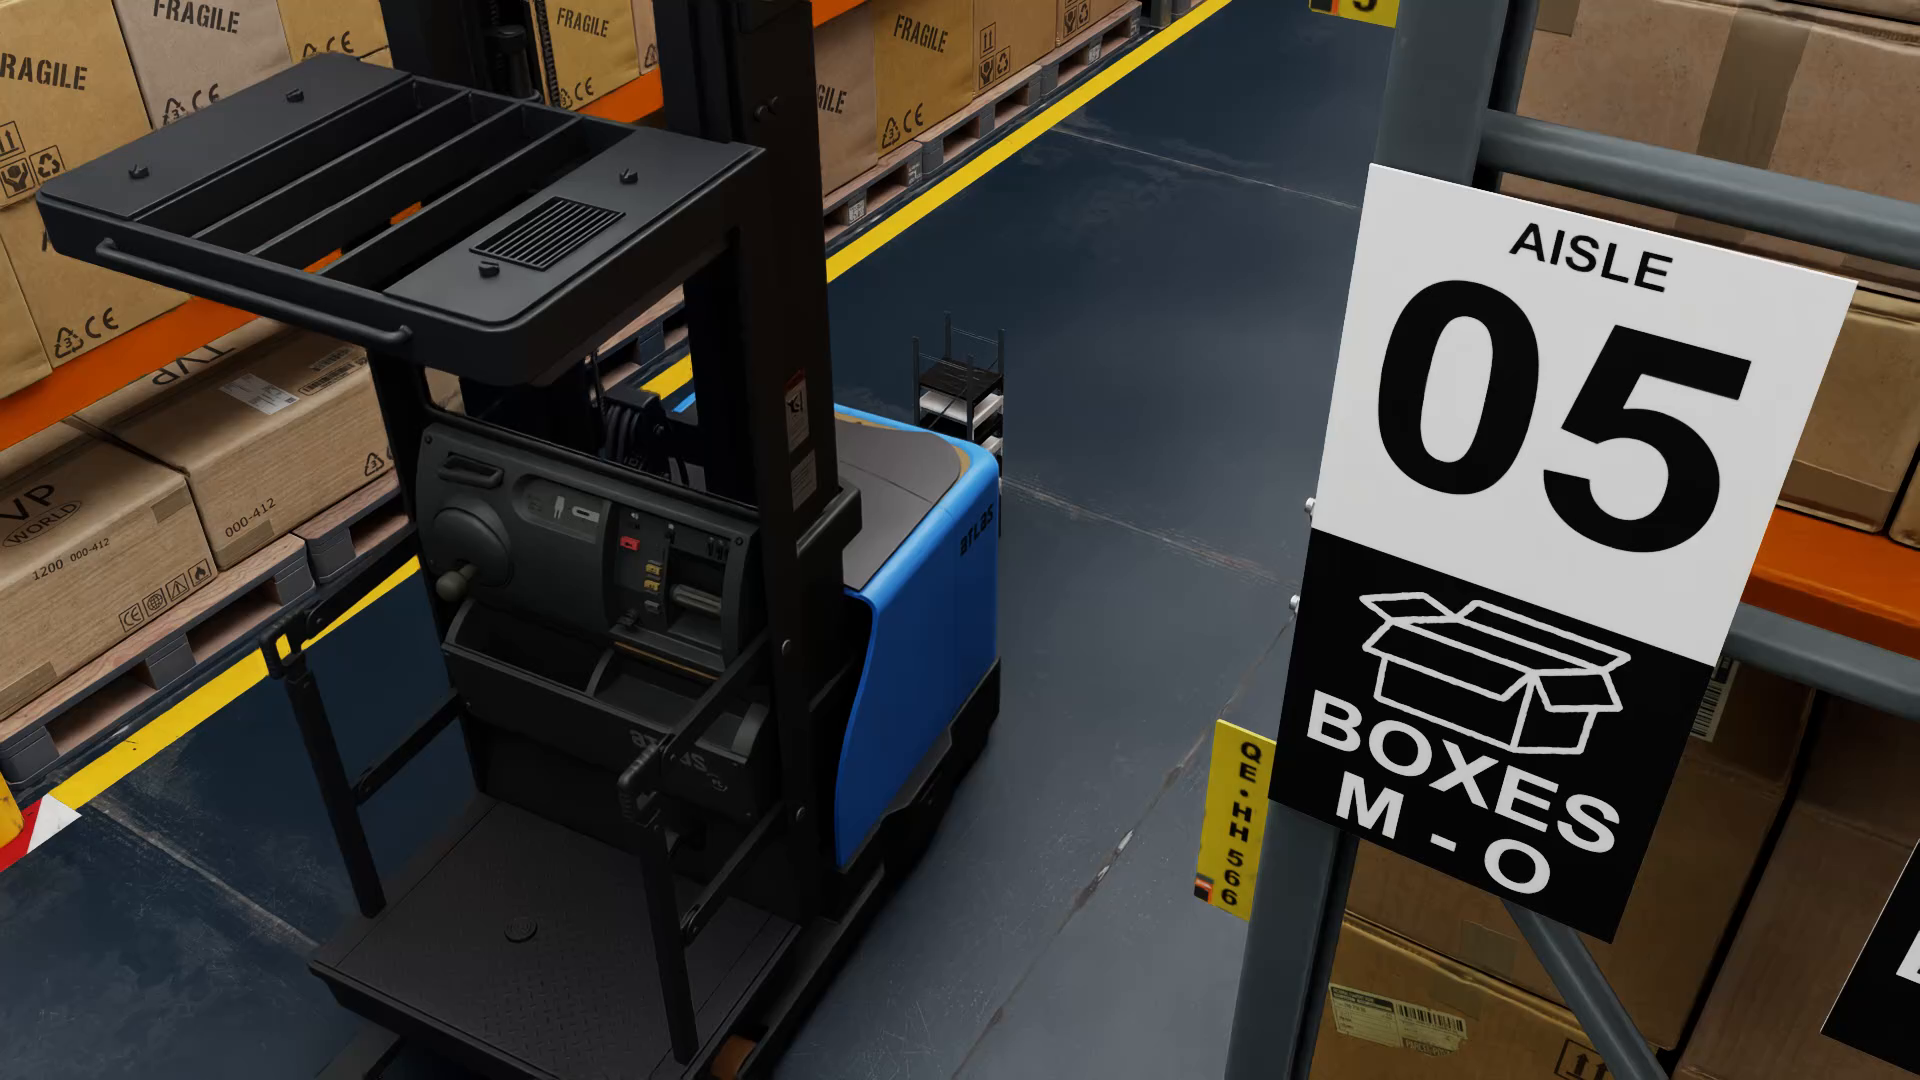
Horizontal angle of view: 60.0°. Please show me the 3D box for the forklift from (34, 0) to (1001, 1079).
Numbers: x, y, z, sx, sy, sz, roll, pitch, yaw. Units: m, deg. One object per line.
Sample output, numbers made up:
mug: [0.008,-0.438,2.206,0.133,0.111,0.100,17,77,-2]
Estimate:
forklift: [-0.986,0.094,3.727,1.130,2.935,3.031,17,41,21]

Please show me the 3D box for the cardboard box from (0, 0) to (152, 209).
cardboard box: [-2.650,-1.285,4.560,0.500,0.500,0.500,20,42,24]

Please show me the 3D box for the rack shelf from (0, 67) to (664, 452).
rack shelf: [-2.348,-1.173,5.904,1.077,0.370,4.000,21,42,25]

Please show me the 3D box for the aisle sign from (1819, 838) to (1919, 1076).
aisle sign: [1.029,0.246,1.344,0.394,0.787,0.004,21,42,25]

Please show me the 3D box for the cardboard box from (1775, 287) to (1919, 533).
cardboard box: [0.835,-0.309,1.861,0.500,0.250,0.500,20,42,24]

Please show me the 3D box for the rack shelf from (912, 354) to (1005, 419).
rack shelf: [-0.004,-0.540,5.825,0.258,0.077,0.200,21,42,25]

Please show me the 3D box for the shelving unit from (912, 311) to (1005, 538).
shelving unit: [-0.004,-0.352,5.970,0.258,0.900,0.210,21,42,25]

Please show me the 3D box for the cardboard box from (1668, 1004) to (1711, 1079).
cardboard box: [1.289,0.842,2.376,0.500,0.500,0.500,23,43,27]

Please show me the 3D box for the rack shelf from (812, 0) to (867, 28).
rack shelf: [-0.205,-3.235,8.579,1.077,0.370,4.000,21,42,25]

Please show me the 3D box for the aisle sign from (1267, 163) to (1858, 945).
aisle sign: [0.522,0.050,1.599,0.394,0.787,0.004,21,42,25]

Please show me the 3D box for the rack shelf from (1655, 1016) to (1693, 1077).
rack shelf: [1.886,0.394,3.871,1.077,0.370,4.000,21,42,25]

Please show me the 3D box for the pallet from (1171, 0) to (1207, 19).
pallet: [1.287,-3.849,11.070,1.003,0.211,1.213,21,42,25]

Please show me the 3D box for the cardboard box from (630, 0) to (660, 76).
cardboard box: [-1.309,-2.206,6.573,0.500,0.500,0.500,22,43,26]

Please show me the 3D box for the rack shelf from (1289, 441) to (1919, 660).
rack shelf: [1.886,-0.794,2.955,1.077,0.370,4.000,21,42,25]

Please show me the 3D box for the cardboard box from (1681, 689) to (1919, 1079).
cardboard box: [1.279,0.442,2.075,0.500,0.500,0.500,21,42,25]

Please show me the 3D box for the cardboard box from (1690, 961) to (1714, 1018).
cardboard box: [1.554,0.557,2.745,0.500,0.500,0.500,21,42,25]

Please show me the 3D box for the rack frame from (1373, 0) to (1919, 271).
rack frame: [0.815,-1.236,0.483,1.000,3.000,0.127,21,42,25]

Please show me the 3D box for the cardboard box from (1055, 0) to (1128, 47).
cardboard box: [0.427,-3.547,9.791,0.875,0.875,0.875,21,42,25]

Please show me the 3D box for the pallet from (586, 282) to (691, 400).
pallet: [-1.750,-1.018,7.398,1.003,0.211,1.213,21,42,25]

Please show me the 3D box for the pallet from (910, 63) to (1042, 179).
pallet: [-0.273,-2.439,9.240,1.003,0.211,1.213,21,42,25]

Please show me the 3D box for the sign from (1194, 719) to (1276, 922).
sign: [0.357,0.365,2.113,0.100,0.325,0.005,21,42,25]

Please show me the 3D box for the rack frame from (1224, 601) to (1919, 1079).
rack frame: [0.815,1.140,2.314,1.000,3.000,0.127,21,42,25]

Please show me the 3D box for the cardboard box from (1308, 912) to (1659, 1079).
cardboard box: [0.838,0.667,2.603,0.500,0.500,0.500,22,43,26]

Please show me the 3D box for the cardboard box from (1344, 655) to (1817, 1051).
cardboard box: [0.850,0.269,2.299,0.500,0.500,0.500,20,42,24]

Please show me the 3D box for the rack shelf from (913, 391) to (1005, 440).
rack shelf: [-0.004,-0.468,5.880,0.258,0.077,0.200,21,42,25]

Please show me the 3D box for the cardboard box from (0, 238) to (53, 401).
cardboard box: [-2.919,-0.620,4.516,0.500,0.500,0.500,21,42,25]

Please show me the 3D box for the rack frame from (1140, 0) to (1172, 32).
rack frame: [0.867,-4.551,9.697,1.000,3.000,0.127,21,42,25]

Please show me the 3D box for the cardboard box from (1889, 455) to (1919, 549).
cardboard box: [1.271,-0.136,1.636,0.500,0.250,0.500,23,43,27]

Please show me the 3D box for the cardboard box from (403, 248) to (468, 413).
cardboard box: [-2.182,-0.890,6.703,0.875,0.438,0.875,20,42,24]

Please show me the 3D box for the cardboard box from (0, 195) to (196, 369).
cardboard box: [-2.672,-0.890,4.866,0.500,0.500,0.500,21,42,25]

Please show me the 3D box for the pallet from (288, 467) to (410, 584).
pallet: [-2.402,-0.387,6.579,1.003,0.211,1.213,21,42,25]

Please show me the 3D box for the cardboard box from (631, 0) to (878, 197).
cardboard box: [-1.011,-2.160,7.991,0.875,0.875,0.875,23,43,26]

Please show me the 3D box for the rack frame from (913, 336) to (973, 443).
rack frame: [-0.059,-0.300,5.902,0.240,0.900,0.006,21,42,25]

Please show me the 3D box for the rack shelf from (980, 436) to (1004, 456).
rack shelf: [-0.004,-0.326,5.990,0.258,0.077,0.200,21,42,25]

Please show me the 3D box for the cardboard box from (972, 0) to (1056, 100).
cardboard box: [-0.055,-3.089,9.196,0.875,0.875,0.875,22,43,26]

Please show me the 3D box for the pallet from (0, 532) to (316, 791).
pallet: [-3.057,0.240,5.766,1.003,0.211,1.213,21,42,25]

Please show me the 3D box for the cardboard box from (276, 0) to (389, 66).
cardboard box: [-2.115,-1.811,5.241,0.500,0.500,0.500,21,42,25]

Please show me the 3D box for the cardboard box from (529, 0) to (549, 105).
cardboard box: [-1.837,-1.675,5.884,0.500,0.500,0.500,21,42,24]

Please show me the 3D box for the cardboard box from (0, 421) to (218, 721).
cardboard box: [-3.150,0.049,5.485,0.875,0.438,0.875,20,42,24]

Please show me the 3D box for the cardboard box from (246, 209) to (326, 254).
cardboard box: [-2.384,-1.146,5.198,0.500,0.500,0.500,21,42,25]

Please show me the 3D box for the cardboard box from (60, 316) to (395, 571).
cardboard box: [-2.667,-0.426,6.100,0.875,0.438,0.875,22,43,26]

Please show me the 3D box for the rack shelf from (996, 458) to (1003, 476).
rack shelf: [-0.004,-0.255,6.045,0.258,0.077,0.200,21,42,25]

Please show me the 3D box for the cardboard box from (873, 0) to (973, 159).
cardboard box: [-0.534,-2.628,8.598,0.875,0.875,0.875,22,43,26]

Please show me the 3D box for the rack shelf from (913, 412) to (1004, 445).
rack shelf: [-0.004,-0.397,5.935,0.258,0.077,0.200,21,42,25]

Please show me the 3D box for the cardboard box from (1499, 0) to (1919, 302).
cardboard box: [0.847,-0.507,1.708,0.500,0.250,0.500,20,42,24]

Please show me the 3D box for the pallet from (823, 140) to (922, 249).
pallet: [-0.926,-1.807,8.421,1.003,0.211,1.213,21,42,25]

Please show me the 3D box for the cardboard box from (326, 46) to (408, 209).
cardboard box: [-2.130,-1.410,5.540,0.500,0.500,0.500,23,43,27]

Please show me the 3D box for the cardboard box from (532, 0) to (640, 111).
cardboard box: [-1.580,-1.939,6.226,0.500,0.500,0.500,20,42,24]

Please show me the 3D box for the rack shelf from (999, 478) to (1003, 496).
rack shelf: [-0.004,-0.183,6.100,0.258,0.077,0.200,21,42,25]

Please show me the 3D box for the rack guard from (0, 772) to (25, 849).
rack guard: [-3.432,0.575,5.094,1.175,0.500,0.348,21,42,25]

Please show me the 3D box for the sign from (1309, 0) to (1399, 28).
sign: [0.357,-0.590,1.377,0.100,0.325,0.005,21,42,25]

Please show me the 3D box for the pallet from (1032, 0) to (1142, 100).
pallet: [0.381,-3.065,10.053,1.003,0.211,1.213,21,42,25]

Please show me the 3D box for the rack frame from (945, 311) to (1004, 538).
rack frame: [0.050,-0.405,6.038,0.240,0.900,0.006,21,42,25]

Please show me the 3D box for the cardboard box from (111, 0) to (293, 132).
cardboard box: [-2.381,-1.553,4.907,0.500,0.500,0.500,21,42,25]
